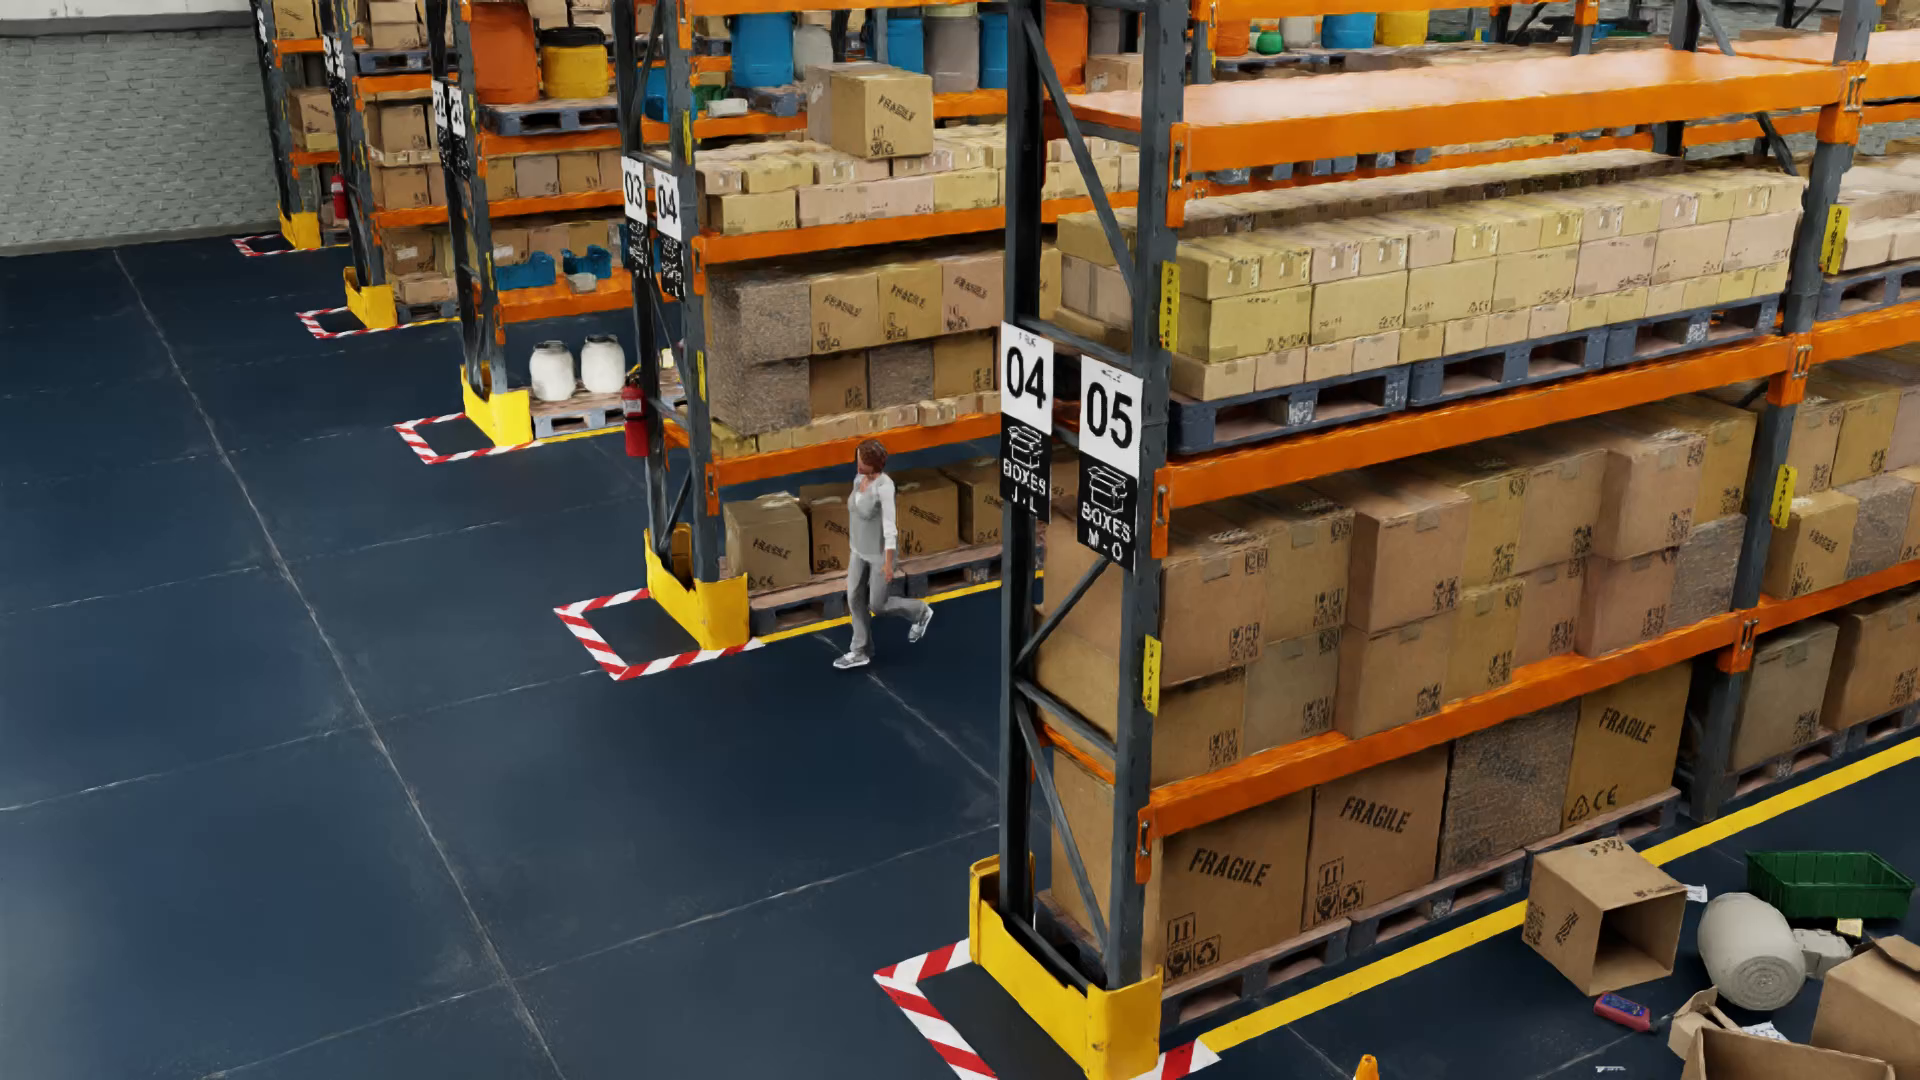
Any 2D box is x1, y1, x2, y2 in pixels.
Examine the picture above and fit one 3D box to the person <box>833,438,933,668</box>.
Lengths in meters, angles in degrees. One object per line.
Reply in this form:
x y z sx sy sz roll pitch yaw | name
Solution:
-0.505 0.075 10.877 0.722 1.570 0.428 -16 27 -34 | person
